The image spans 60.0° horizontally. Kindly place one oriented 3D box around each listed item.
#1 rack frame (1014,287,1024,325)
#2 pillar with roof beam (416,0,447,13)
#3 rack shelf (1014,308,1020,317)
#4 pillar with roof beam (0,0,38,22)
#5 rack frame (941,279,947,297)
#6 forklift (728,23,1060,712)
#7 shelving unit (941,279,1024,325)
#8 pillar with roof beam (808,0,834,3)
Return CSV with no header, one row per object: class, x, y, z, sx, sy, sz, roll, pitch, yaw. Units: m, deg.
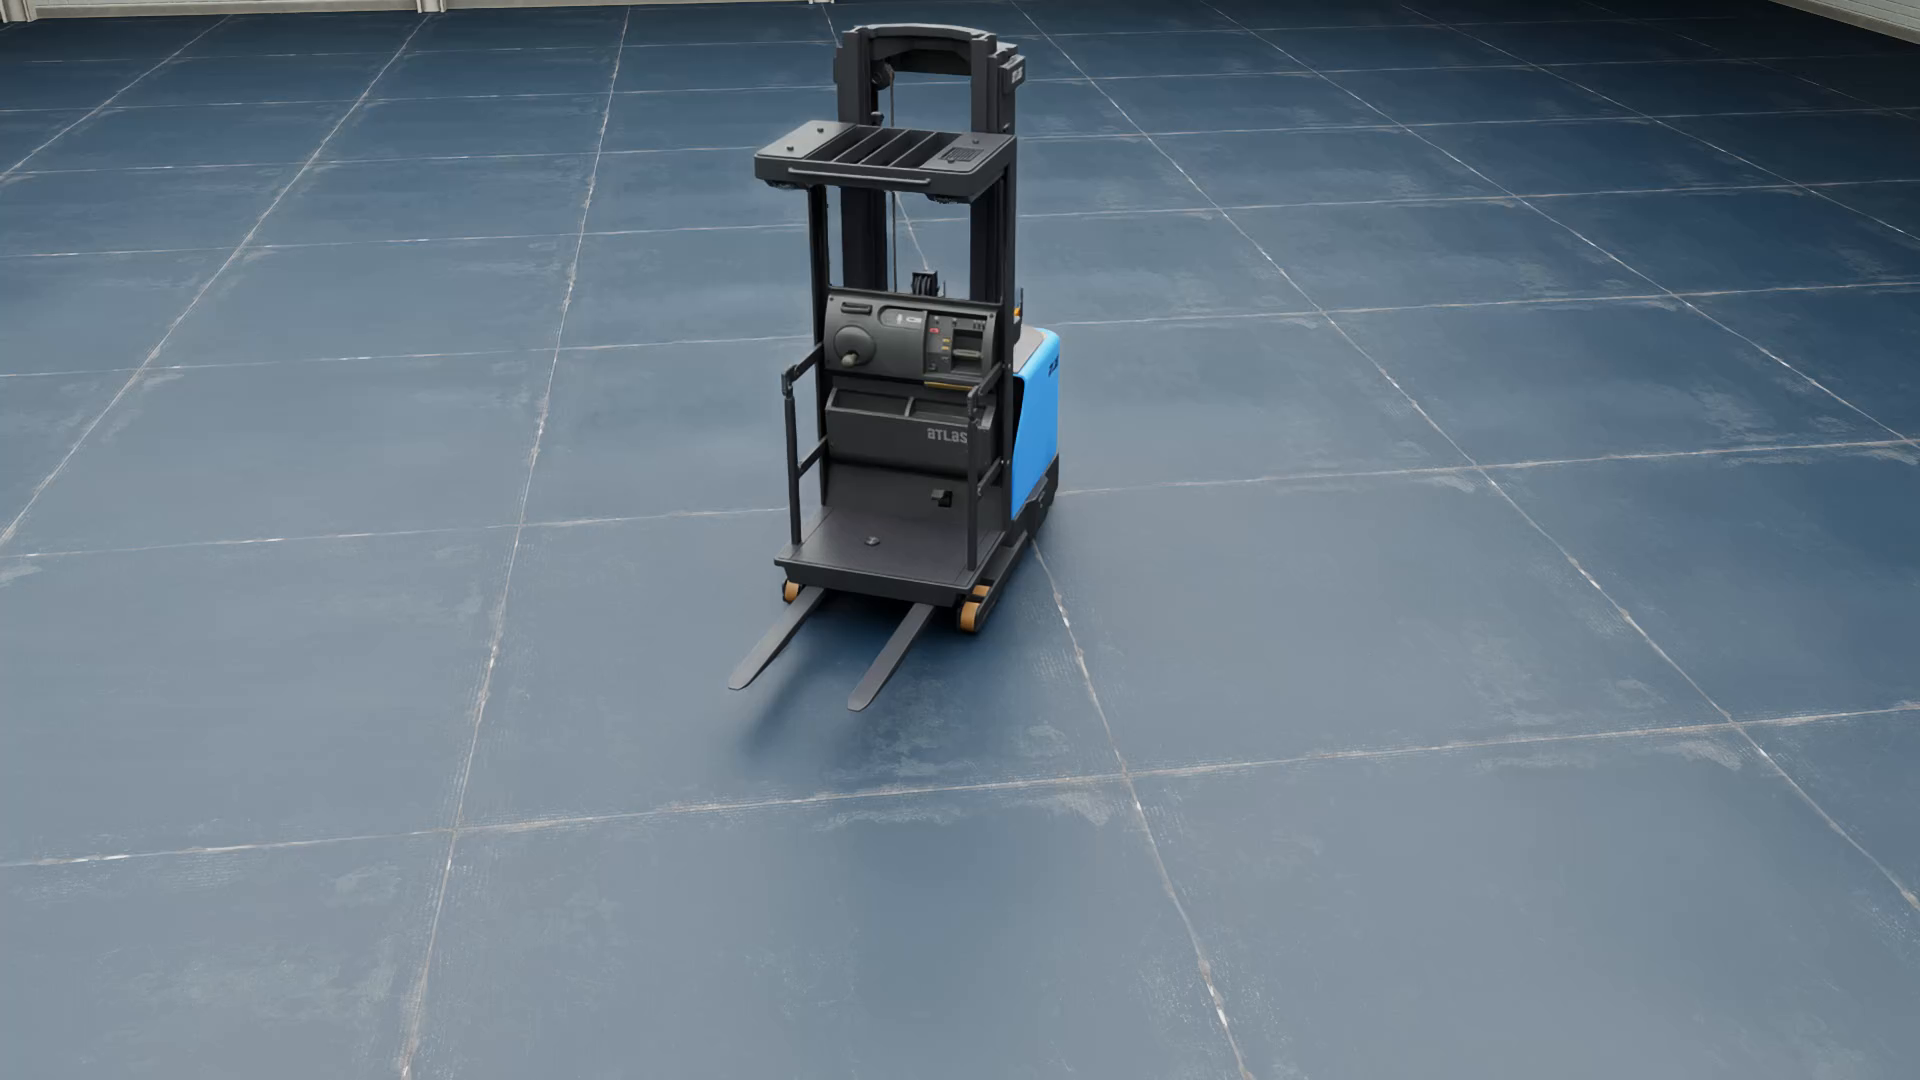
rack frame,0.343,-0.954,10.288,0.015,1.200,0.240,8,27,15
pillar with roof beam,-7.548,-10.236,19.842,0.400,9.000,9.100,-4,27,-7
rack shelf,0.112,-1.339,10.178,0.480,0.148,0.258,8,27,15
pillar with roof beam,-13.490,-9.854,19.098,0.400,9.000,9.100,-4,27,-7
rack frame,-0.124,-1.018,10.413,0.015,1.200,0.240,8,27,15
forklift,-0.327,-1.017,8.521,1.130,2.935,3.031,8,28,16
shelving unit,0.109,-0.986,10.351,0.503,1.200,0.258,8,27,15
pillar with roof beam,-1.607,-10.617,20.585,0.400,9.000,9.100,-4,27,-7
